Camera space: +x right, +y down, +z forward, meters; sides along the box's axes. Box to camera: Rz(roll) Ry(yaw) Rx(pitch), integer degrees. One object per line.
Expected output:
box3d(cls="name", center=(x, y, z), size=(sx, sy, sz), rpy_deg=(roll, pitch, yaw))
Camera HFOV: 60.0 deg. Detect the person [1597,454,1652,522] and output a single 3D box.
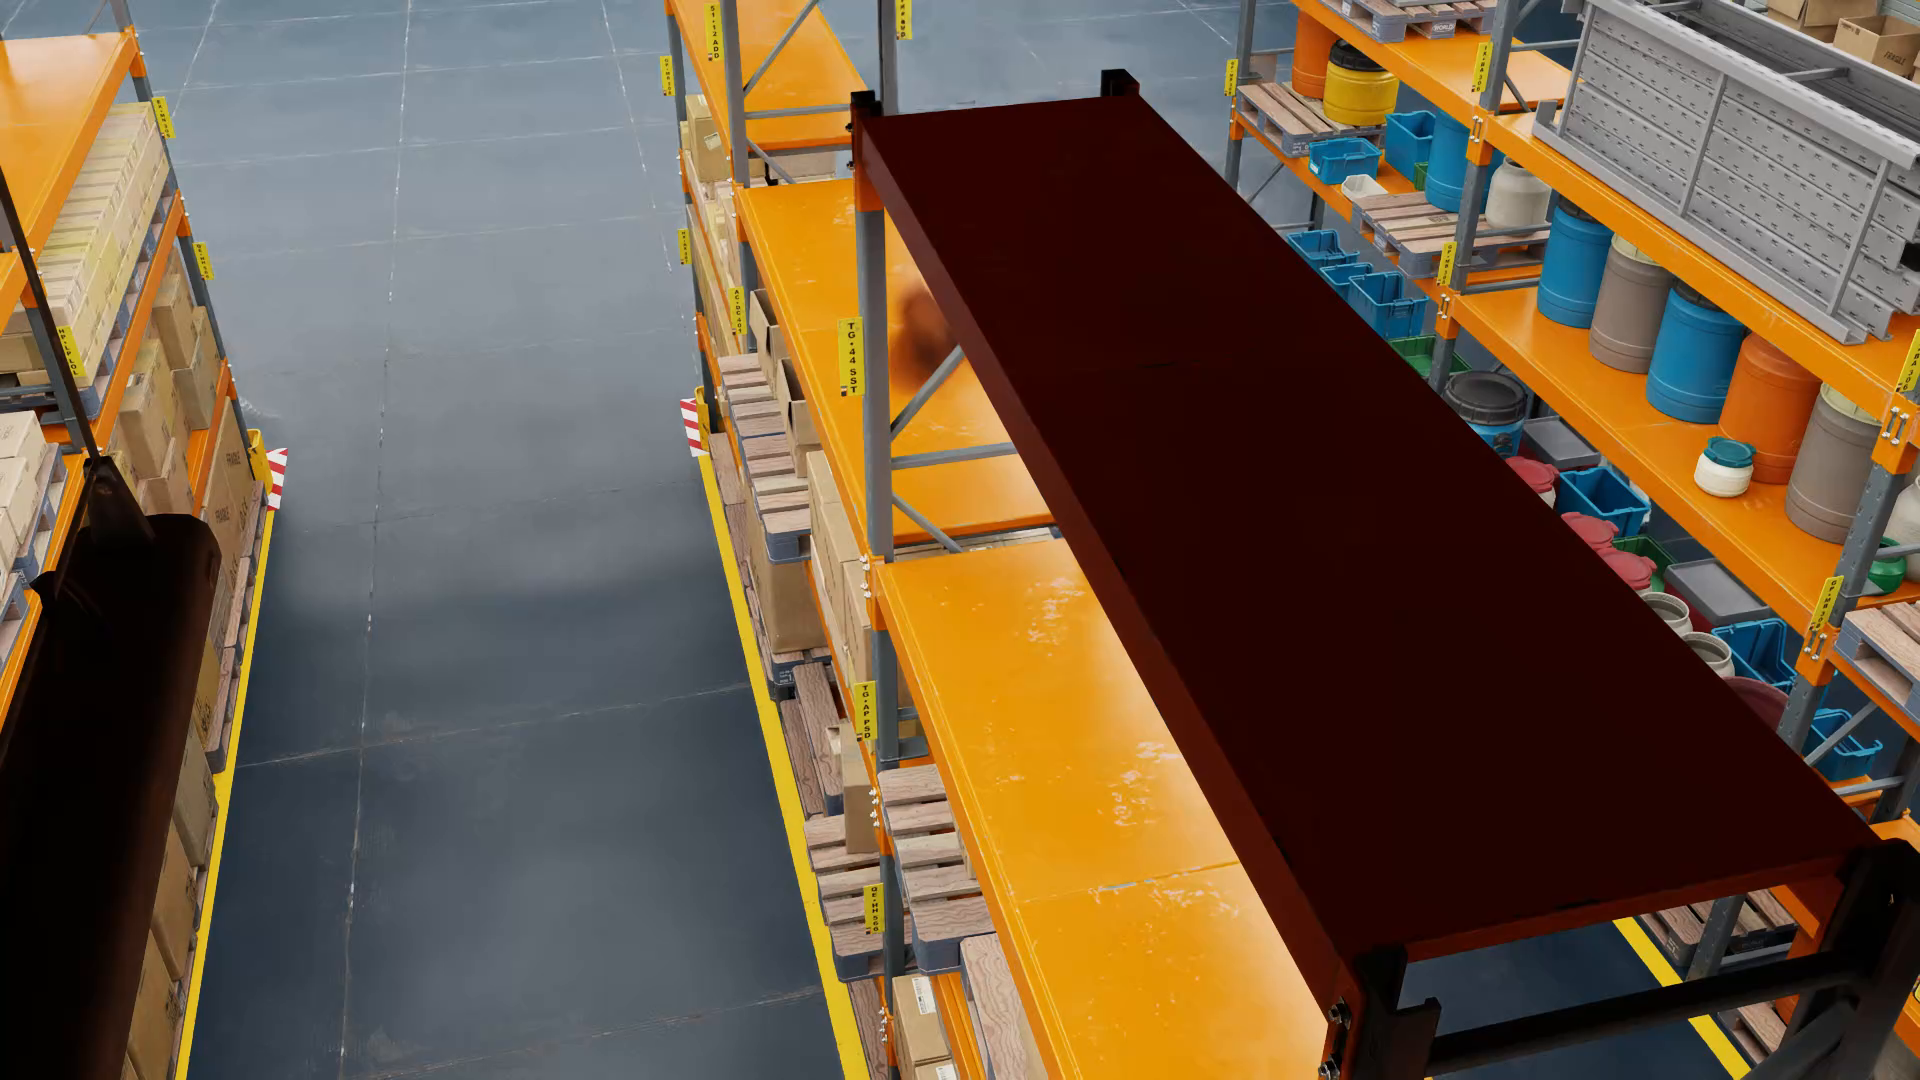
box3d(cls="person", center=(5.640, -0.891, 14.014), size=(0.708, 1.653, 0.840), rpy_deg=(-12, 36, -17))
